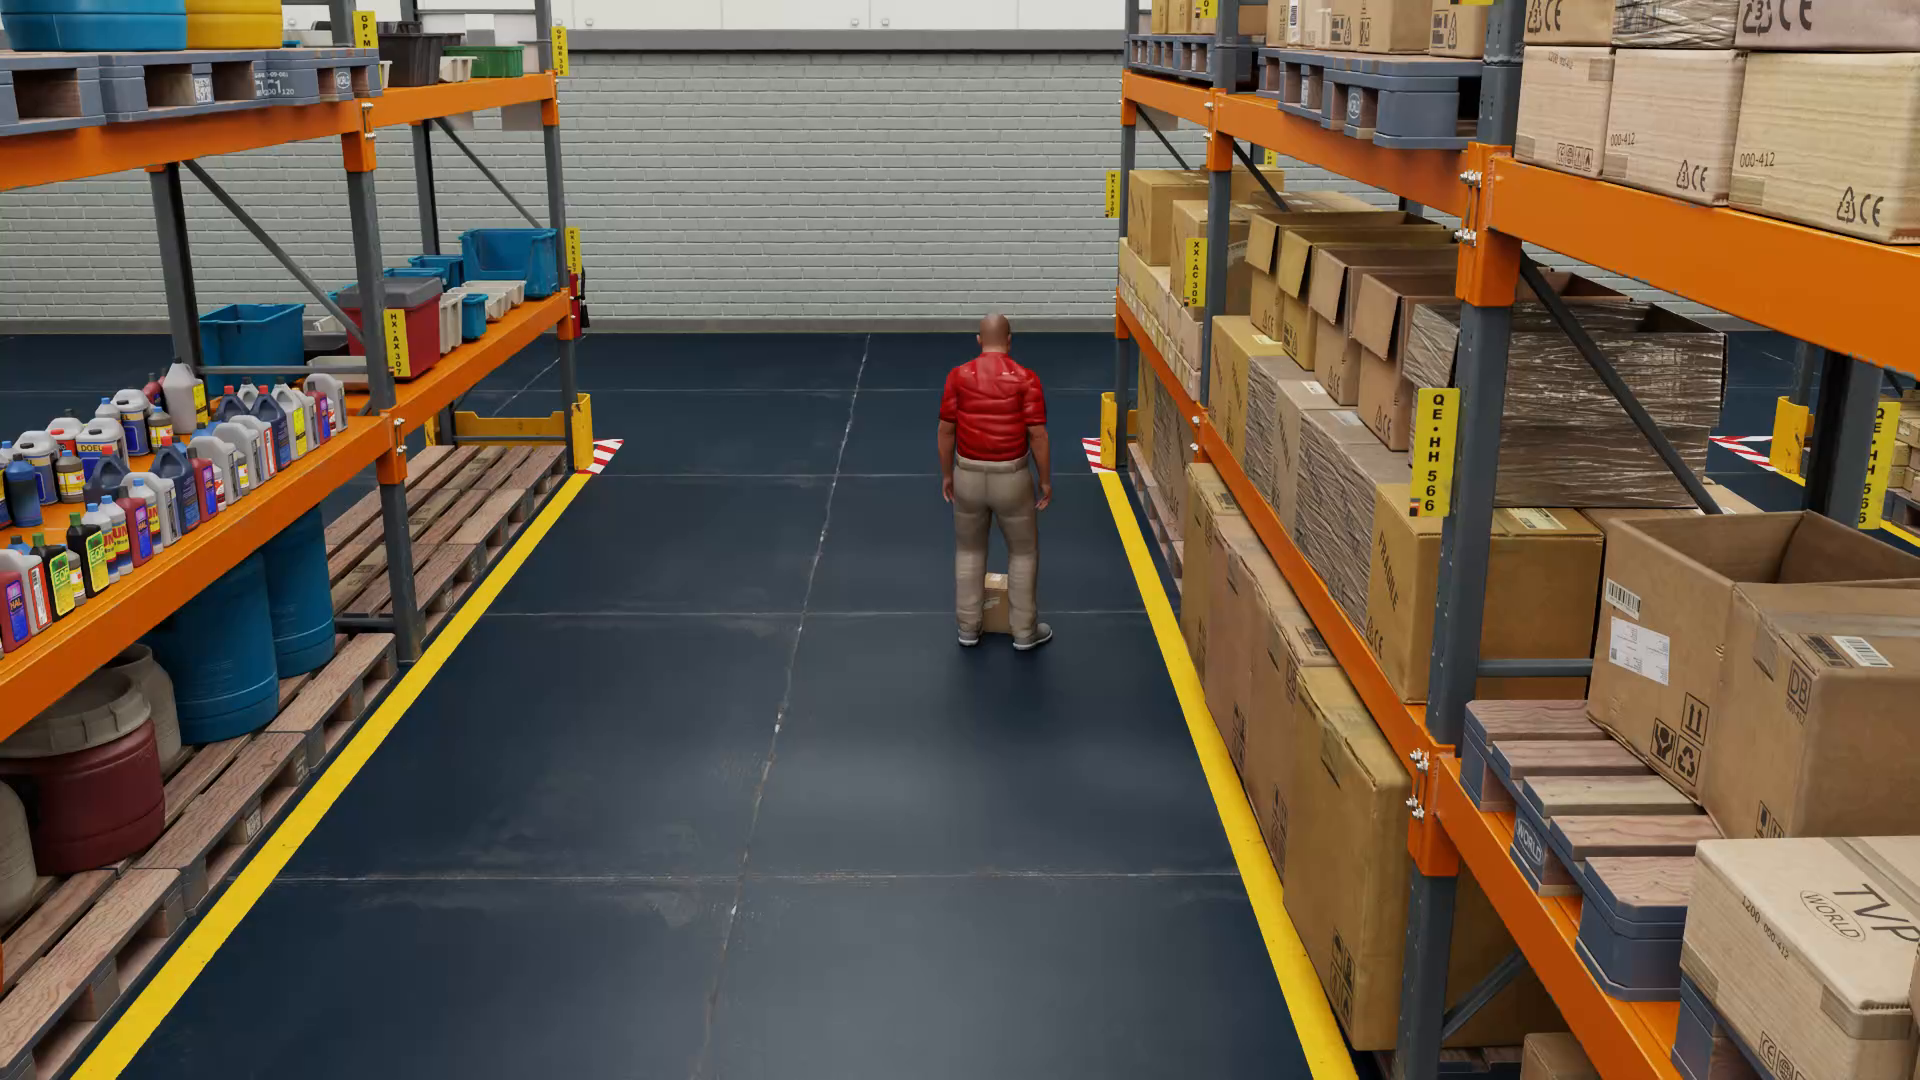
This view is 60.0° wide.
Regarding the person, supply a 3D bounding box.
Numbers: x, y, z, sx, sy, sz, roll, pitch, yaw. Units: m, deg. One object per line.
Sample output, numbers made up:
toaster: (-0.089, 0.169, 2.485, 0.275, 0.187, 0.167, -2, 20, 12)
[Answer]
person: (0.179, -0.294, 8.527, 0.585, 1.727, 0.392, 5, 18, 15)
